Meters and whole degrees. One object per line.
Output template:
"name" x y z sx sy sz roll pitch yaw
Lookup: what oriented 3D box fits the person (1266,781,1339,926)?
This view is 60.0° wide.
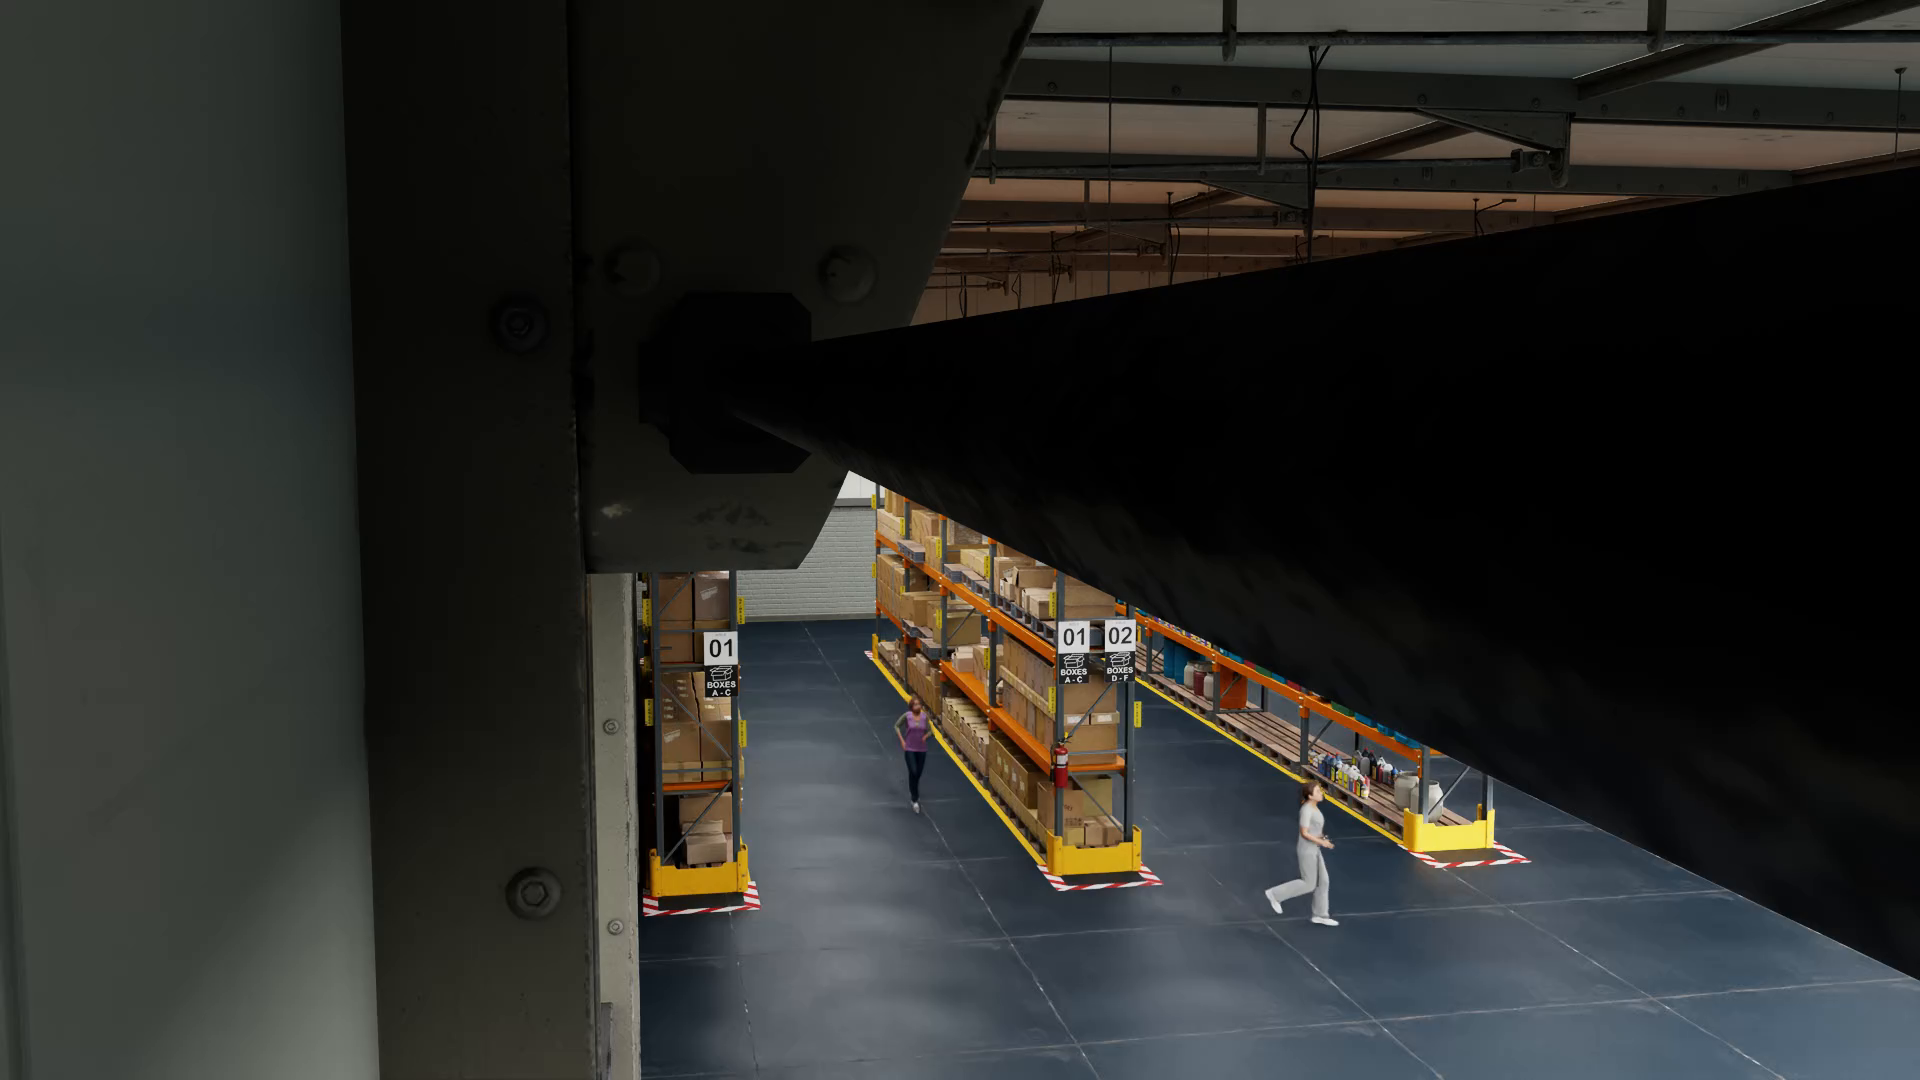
"person" 3.939 3.573 19.038 0.819 1.661 0.575 2 6 17

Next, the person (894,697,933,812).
"person" -0.652 3.071 24.067 0.535 1.640 0.655 -2 6 -19
